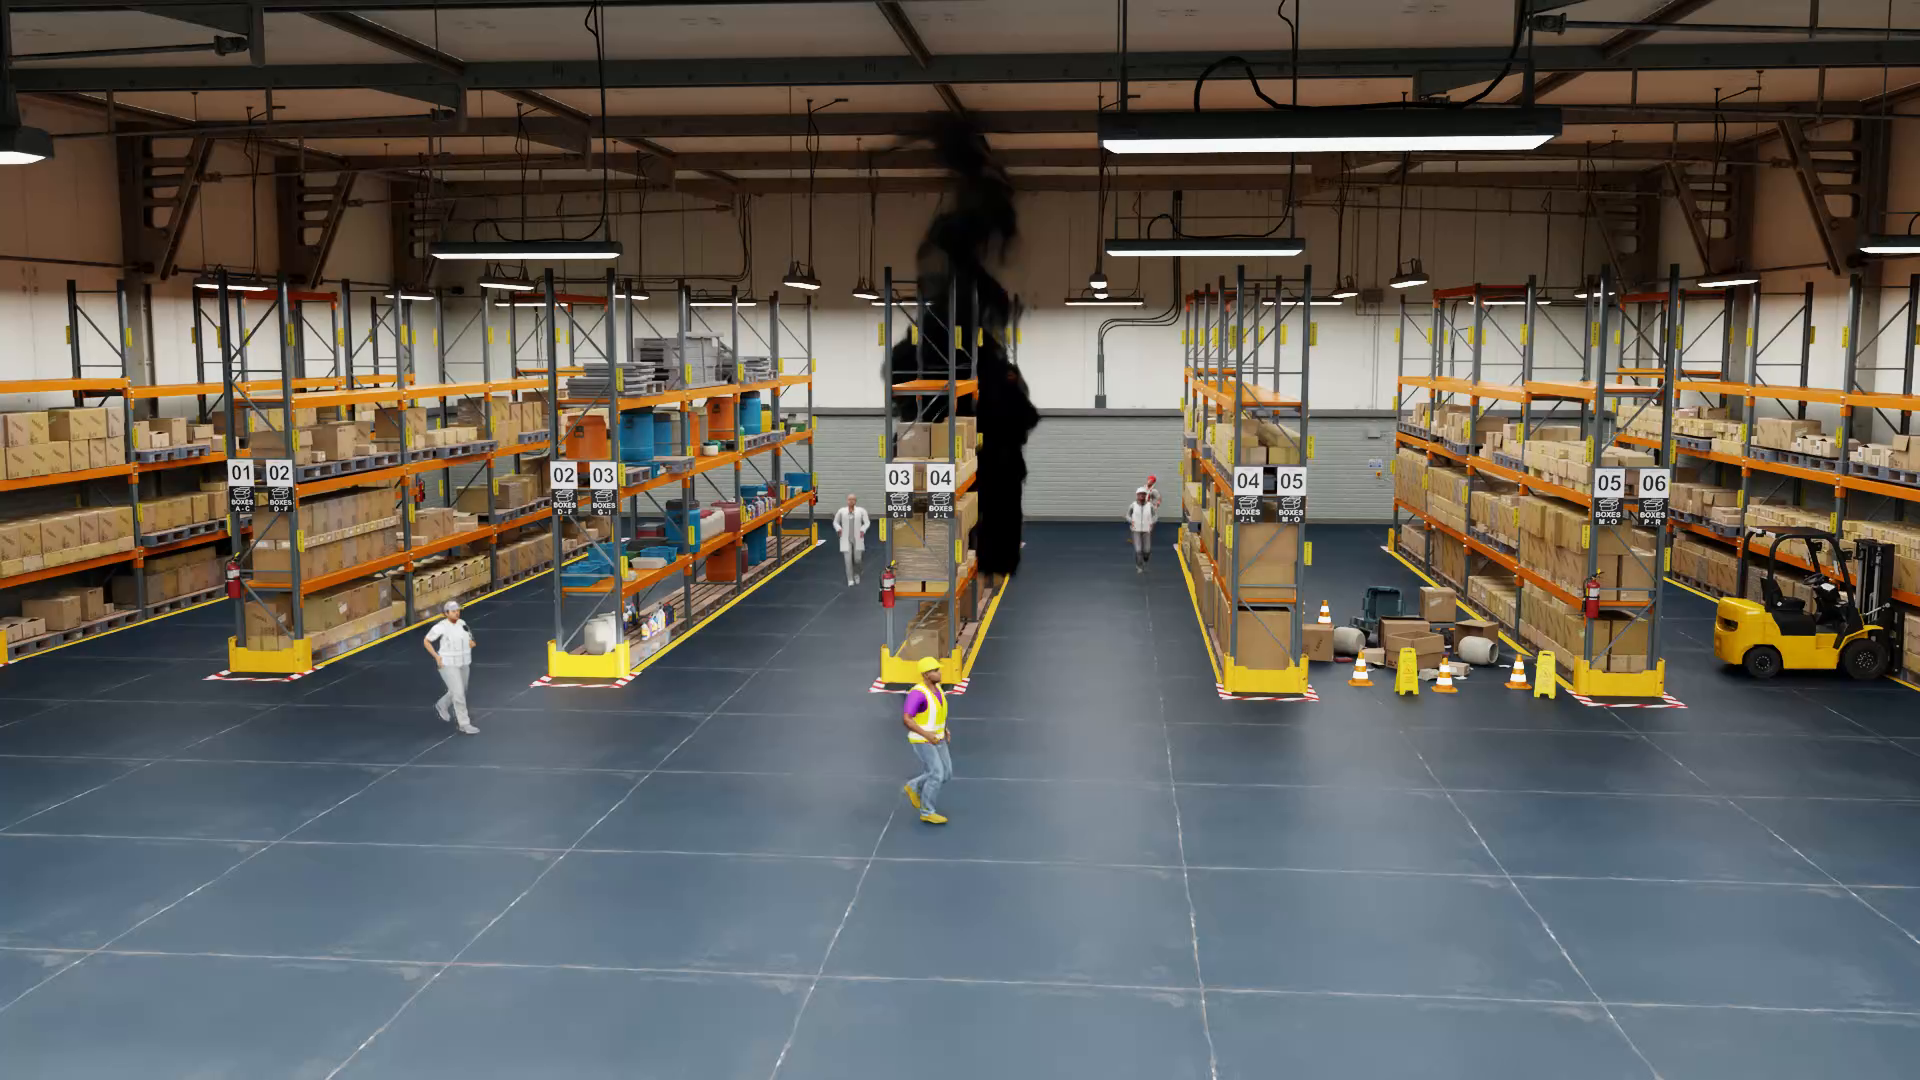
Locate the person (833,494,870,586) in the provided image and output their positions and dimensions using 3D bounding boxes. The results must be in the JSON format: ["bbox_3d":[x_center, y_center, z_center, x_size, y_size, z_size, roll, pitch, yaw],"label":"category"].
[{"bbox_3d":[-2.073,0.000,31.742,0.707,1.745,0.612,0,7,-4],"label":"person"}]

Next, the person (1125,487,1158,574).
[{"bbox_3d":[3.643,-0.177,33.322,0.654,1.754,0.563,1,7,4],"label":"person"}]

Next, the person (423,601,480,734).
[{"bbox_3d":[-6.455,1.596,21.206,0.940,1.645,0.610,4,8,32],"label":"person"}]

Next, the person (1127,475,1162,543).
[{"bbox_3d":[4.606,-0.755,40.534,0.749,1.680,0.832,-5,9,-37],"label":"person"}]

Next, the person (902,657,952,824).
[{"bbox_3d":[-0.372,2.060,17.217,0.581,1.728,0.720,3,8,26],"label":"person"}]
